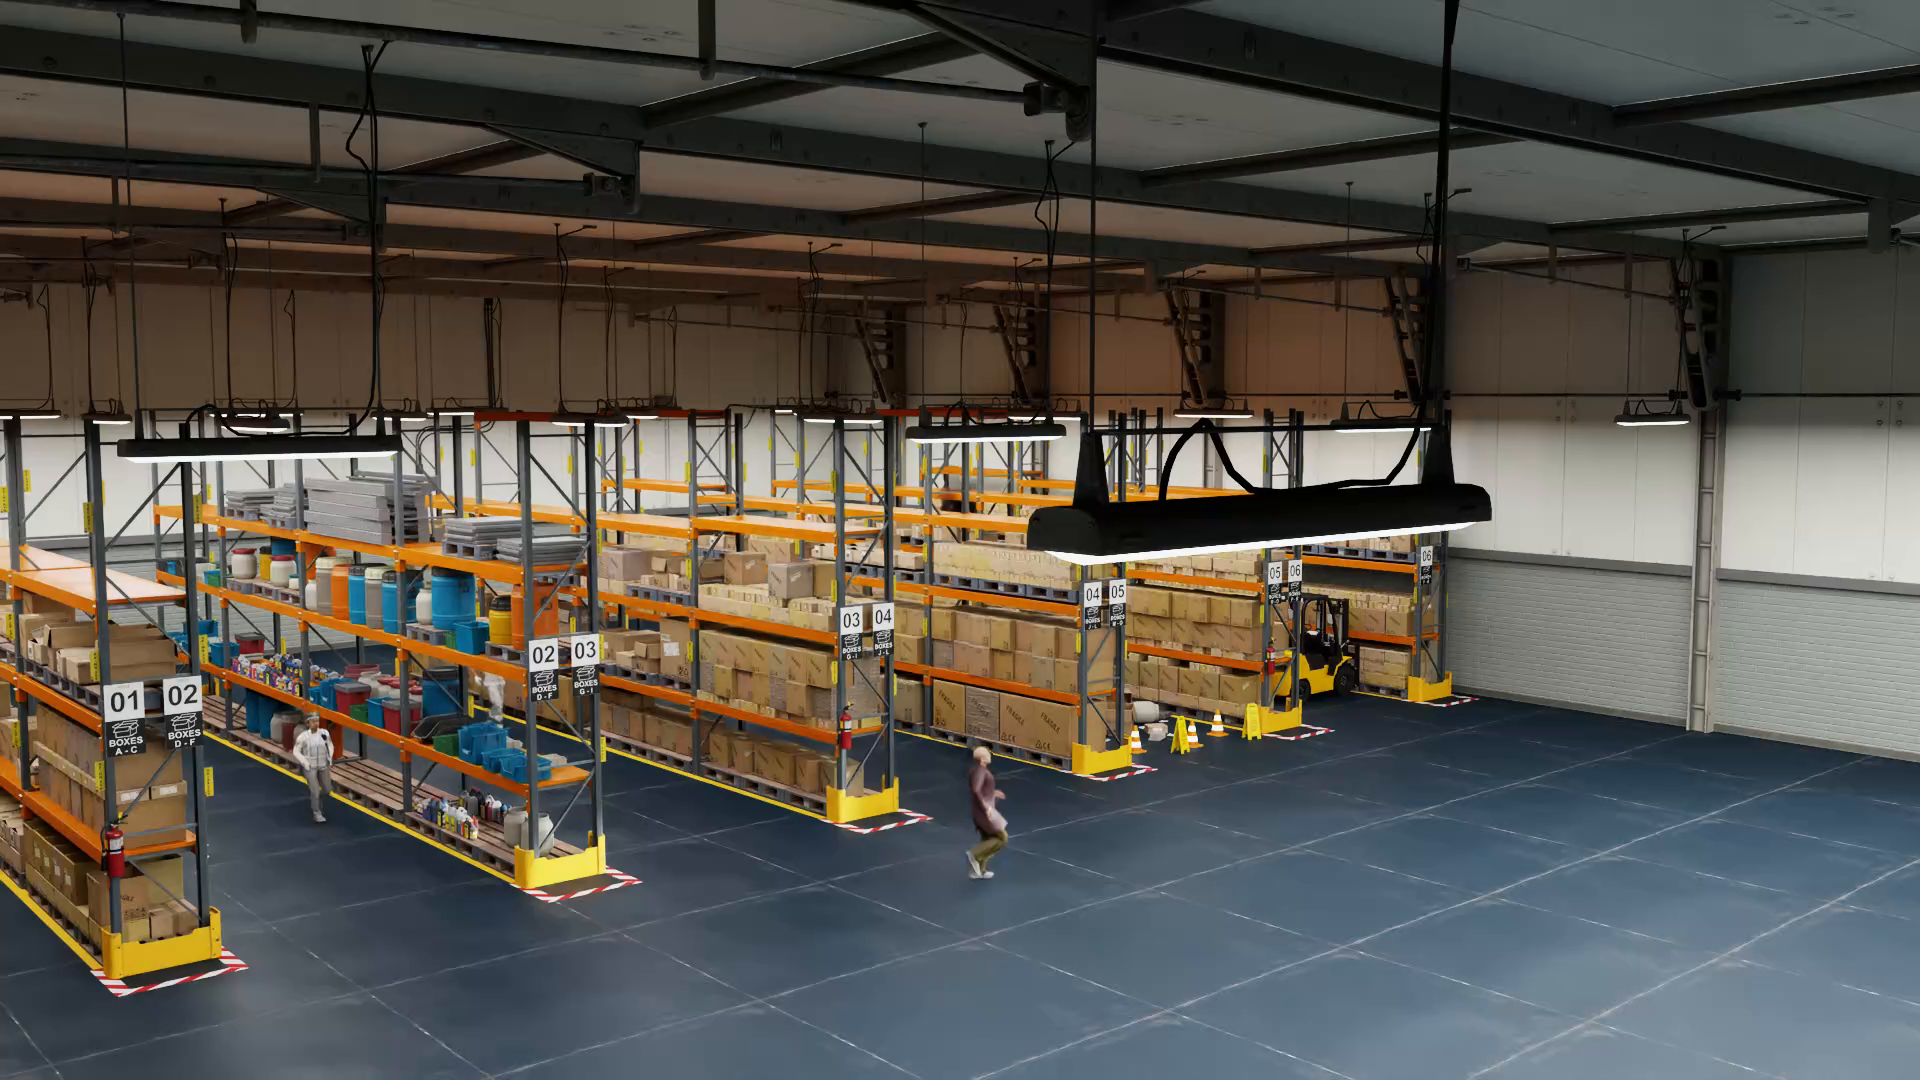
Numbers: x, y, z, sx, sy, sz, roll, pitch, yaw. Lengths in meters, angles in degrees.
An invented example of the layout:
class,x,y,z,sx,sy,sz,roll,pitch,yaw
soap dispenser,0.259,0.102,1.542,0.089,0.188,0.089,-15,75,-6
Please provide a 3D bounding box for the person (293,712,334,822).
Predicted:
class,x,y,z,sx,sy,sz,roll,pitch,yaw
person,-9.543,3.345,24.612,0.599,1.652,0.524,-4,6,-39

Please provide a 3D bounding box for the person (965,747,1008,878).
class,x,y,z,sx,sy,sz,roll,pitch,yaw
person,0.332,3.557,21.666,0.572,1.736,0.774,-1,5,-10

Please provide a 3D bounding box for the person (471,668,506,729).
class,x,y,z,sx,sy,sz,roll,pitch,yaw
person,-8.626,2.743,30.833,0.800,1.810,0.669,4,7,40
